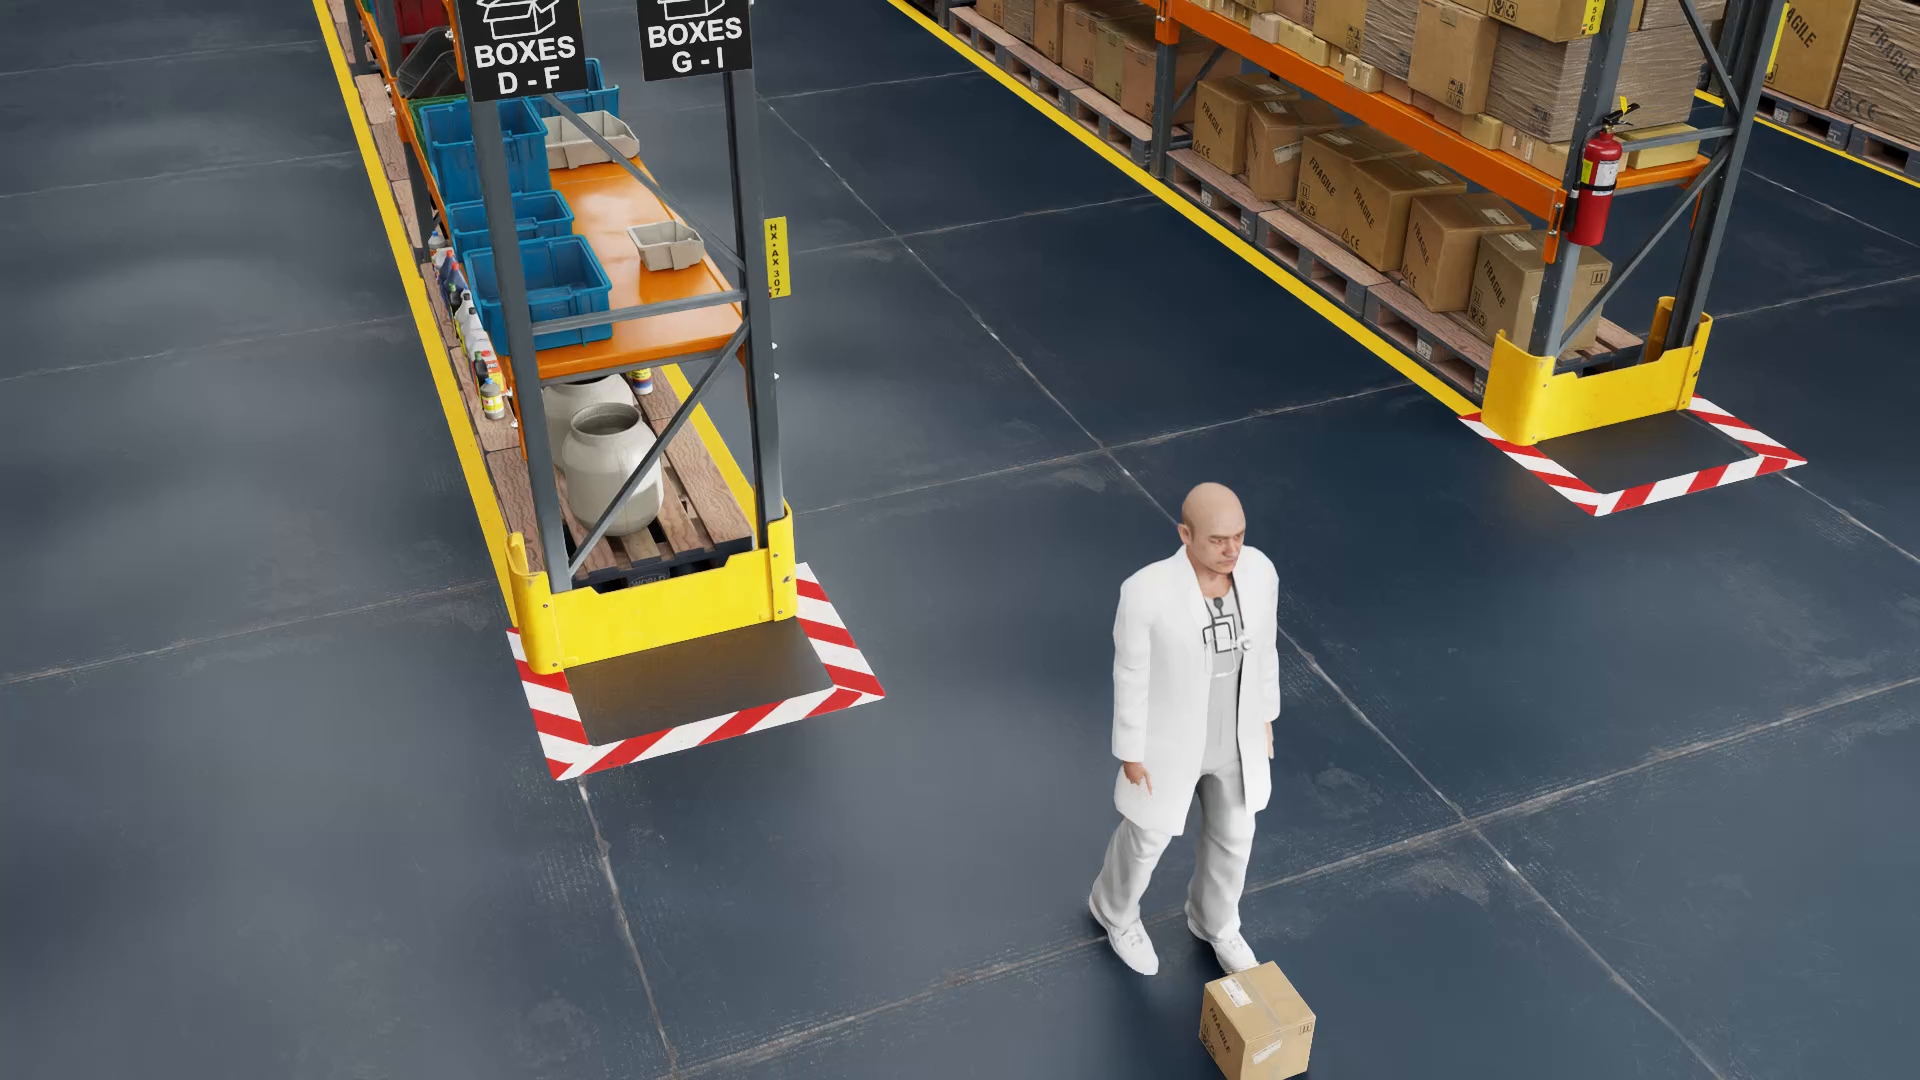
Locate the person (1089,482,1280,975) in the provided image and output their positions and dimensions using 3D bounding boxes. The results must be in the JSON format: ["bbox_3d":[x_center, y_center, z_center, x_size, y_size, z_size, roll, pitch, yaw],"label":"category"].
[{"bbox_3d":[0.753,0.640,5.194,0.583,1.811,0.557,-12,35,-18],"label":"person"}]
